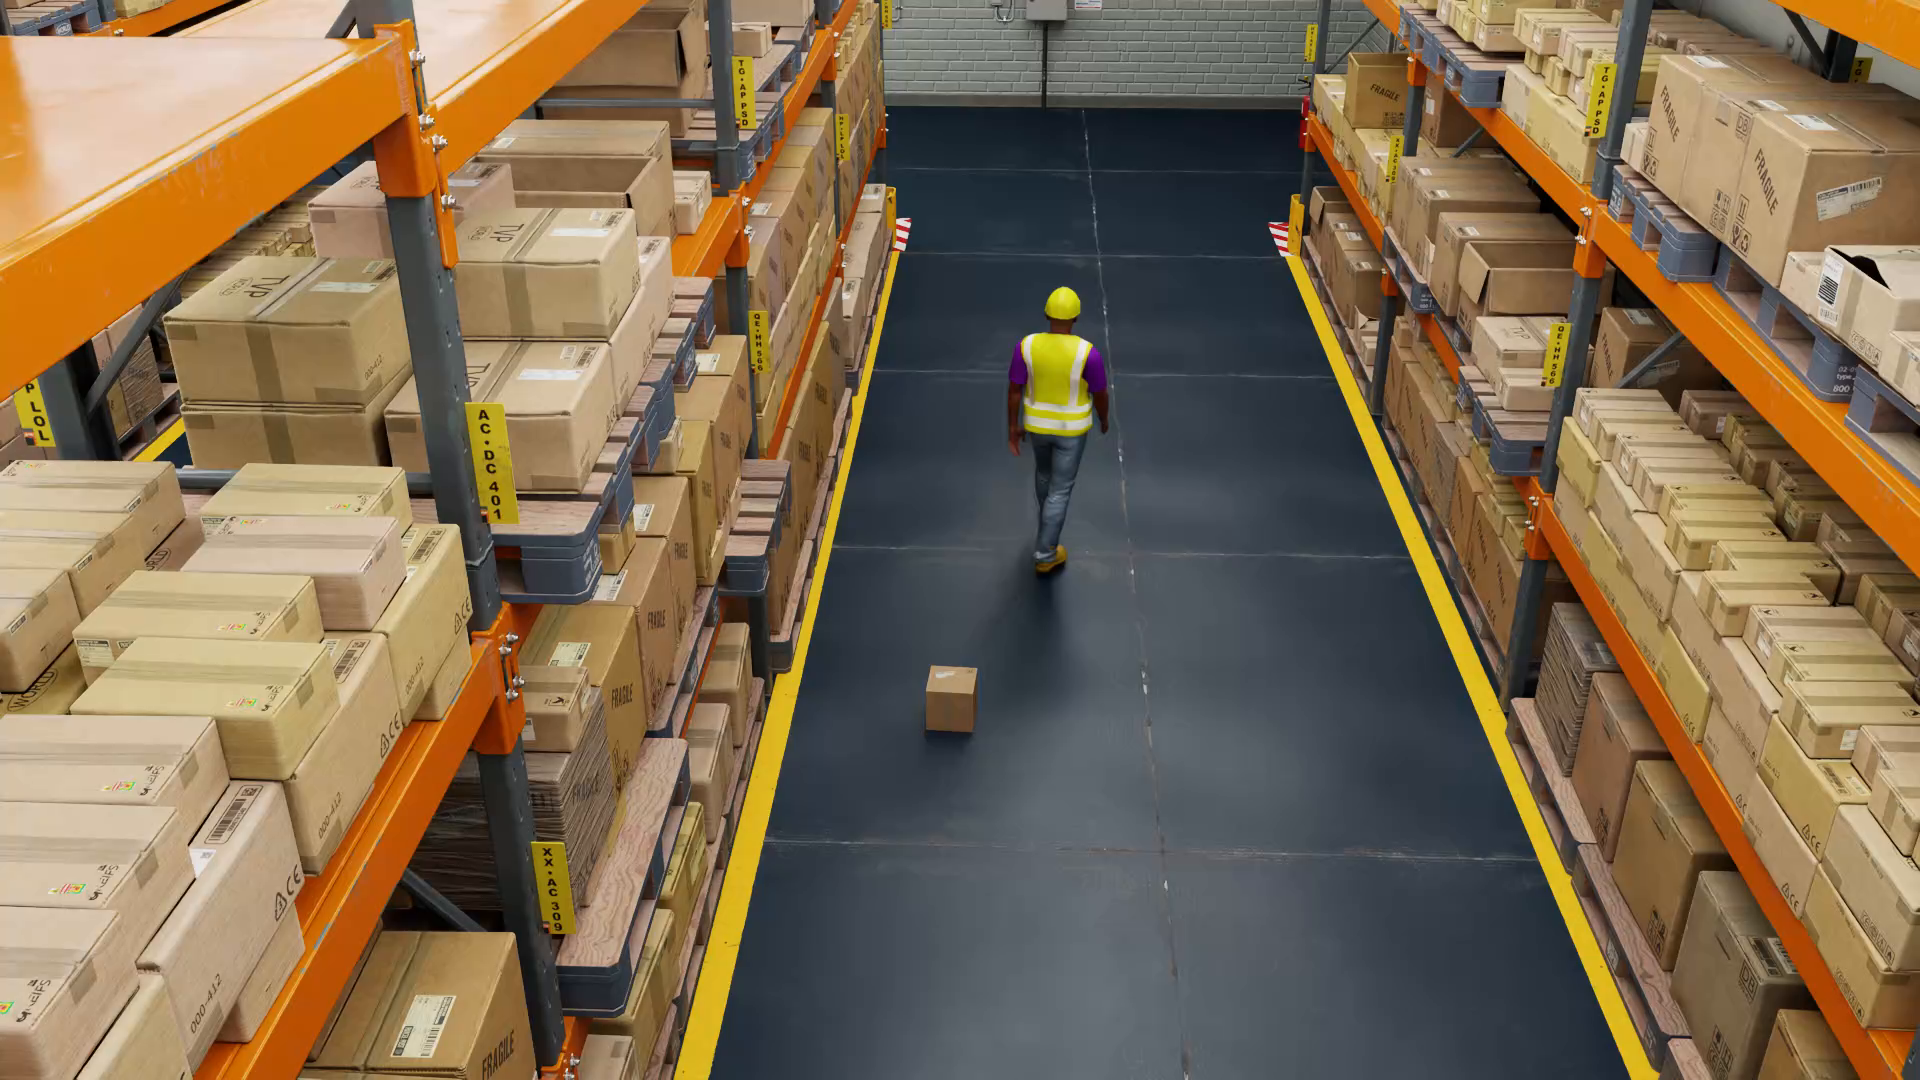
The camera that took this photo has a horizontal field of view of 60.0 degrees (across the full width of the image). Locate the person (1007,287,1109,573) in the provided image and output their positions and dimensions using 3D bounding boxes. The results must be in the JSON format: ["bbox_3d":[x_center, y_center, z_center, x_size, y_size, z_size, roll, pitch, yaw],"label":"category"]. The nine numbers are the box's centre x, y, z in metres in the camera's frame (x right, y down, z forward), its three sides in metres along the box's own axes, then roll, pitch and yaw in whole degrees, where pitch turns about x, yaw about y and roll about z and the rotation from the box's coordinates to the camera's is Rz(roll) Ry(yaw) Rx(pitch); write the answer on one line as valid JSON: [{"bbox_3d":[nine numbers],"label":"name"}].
[{"bbox_3d":[0.627,-0.718,10.185,0.584,1.772,0.856,11,30,20],"label":"person"}]
